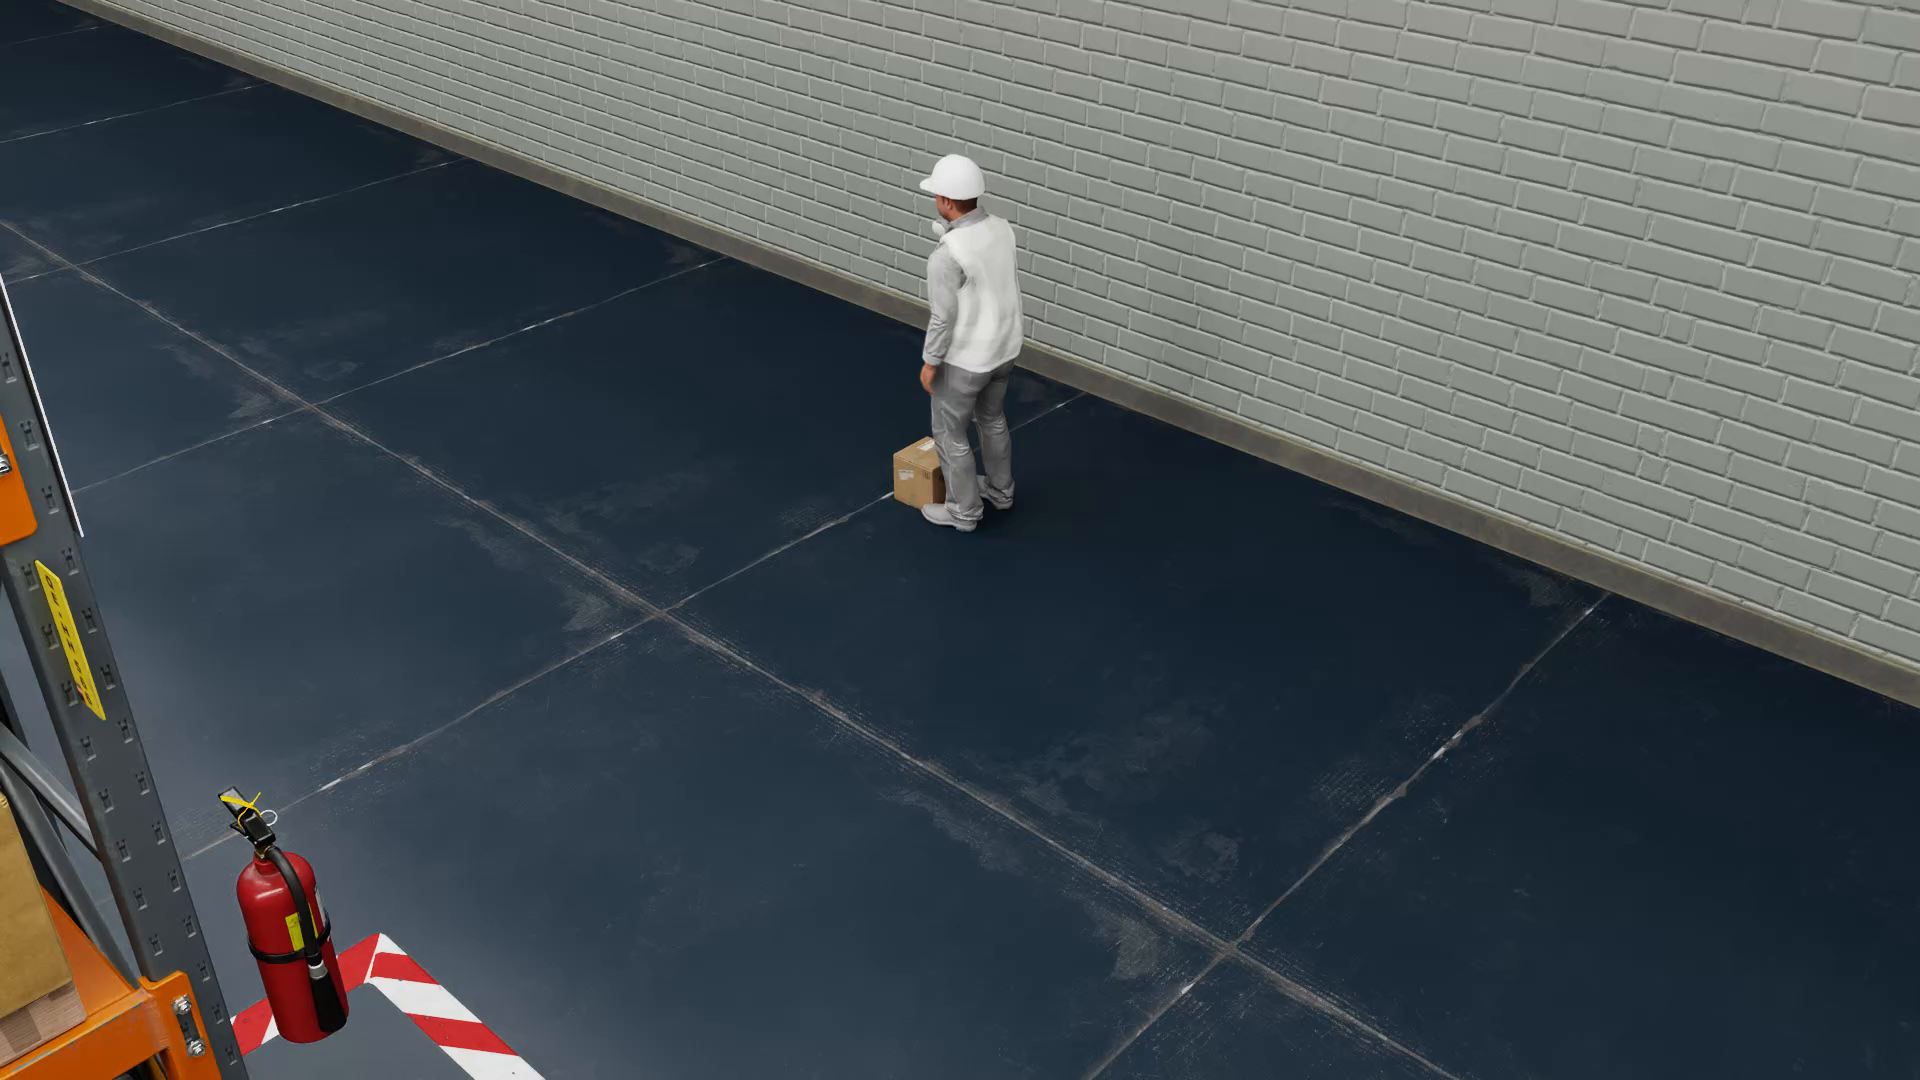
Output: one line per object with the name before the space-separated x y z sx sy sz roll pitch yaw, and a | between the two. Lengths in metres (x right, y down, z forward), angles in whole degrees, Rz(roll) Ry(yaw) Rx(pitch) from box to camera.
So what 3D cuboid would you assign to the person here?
person | 0.044 -0.877 7.559 0.457 1.773 0.594 23 38 33
